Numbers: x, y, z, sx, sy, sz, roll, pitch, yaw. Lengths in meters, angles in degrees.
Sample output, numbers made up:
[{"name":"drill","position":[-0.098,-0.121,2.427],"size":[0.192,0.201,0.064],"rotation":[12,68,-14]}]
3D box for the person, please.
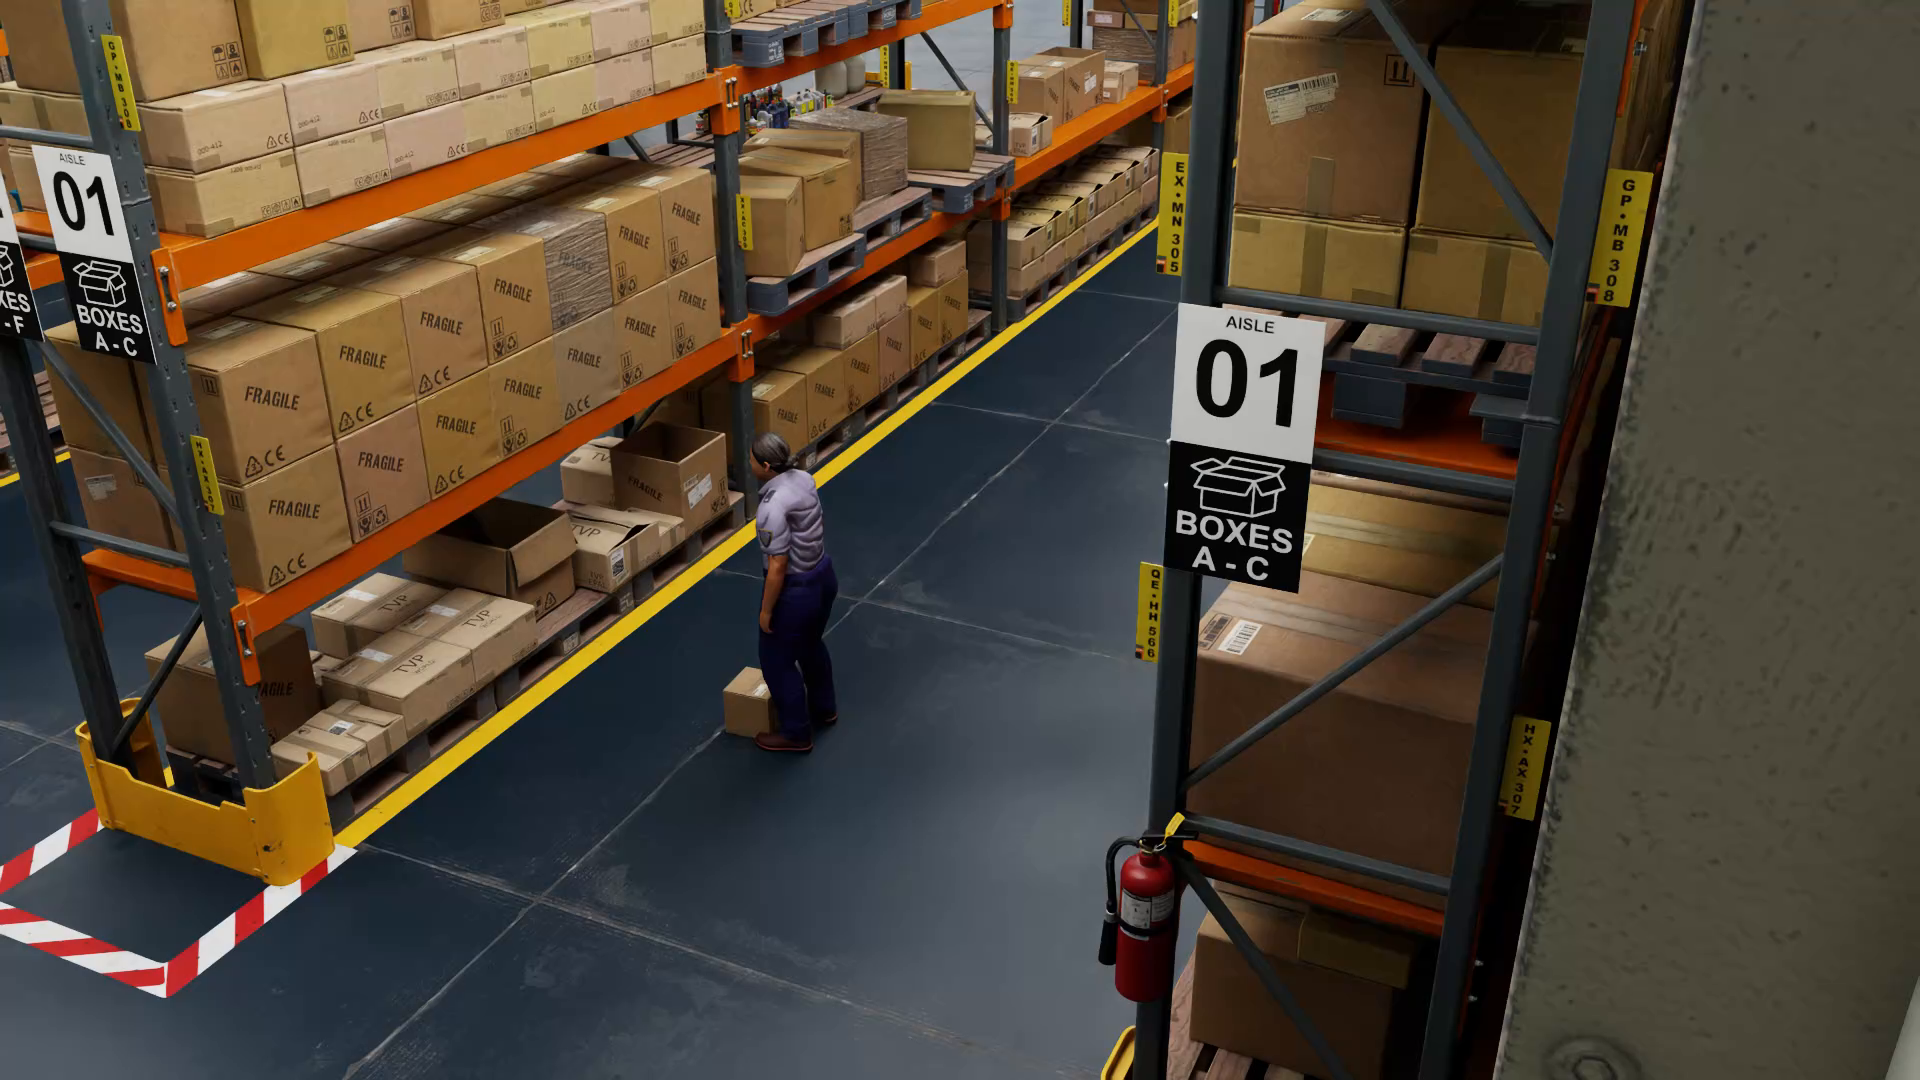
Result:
[{"name":"person","position":[-0.799,0.240,8.003],"size":[0.367,1.651,0.564],"rotation":[10,28,19]}]
